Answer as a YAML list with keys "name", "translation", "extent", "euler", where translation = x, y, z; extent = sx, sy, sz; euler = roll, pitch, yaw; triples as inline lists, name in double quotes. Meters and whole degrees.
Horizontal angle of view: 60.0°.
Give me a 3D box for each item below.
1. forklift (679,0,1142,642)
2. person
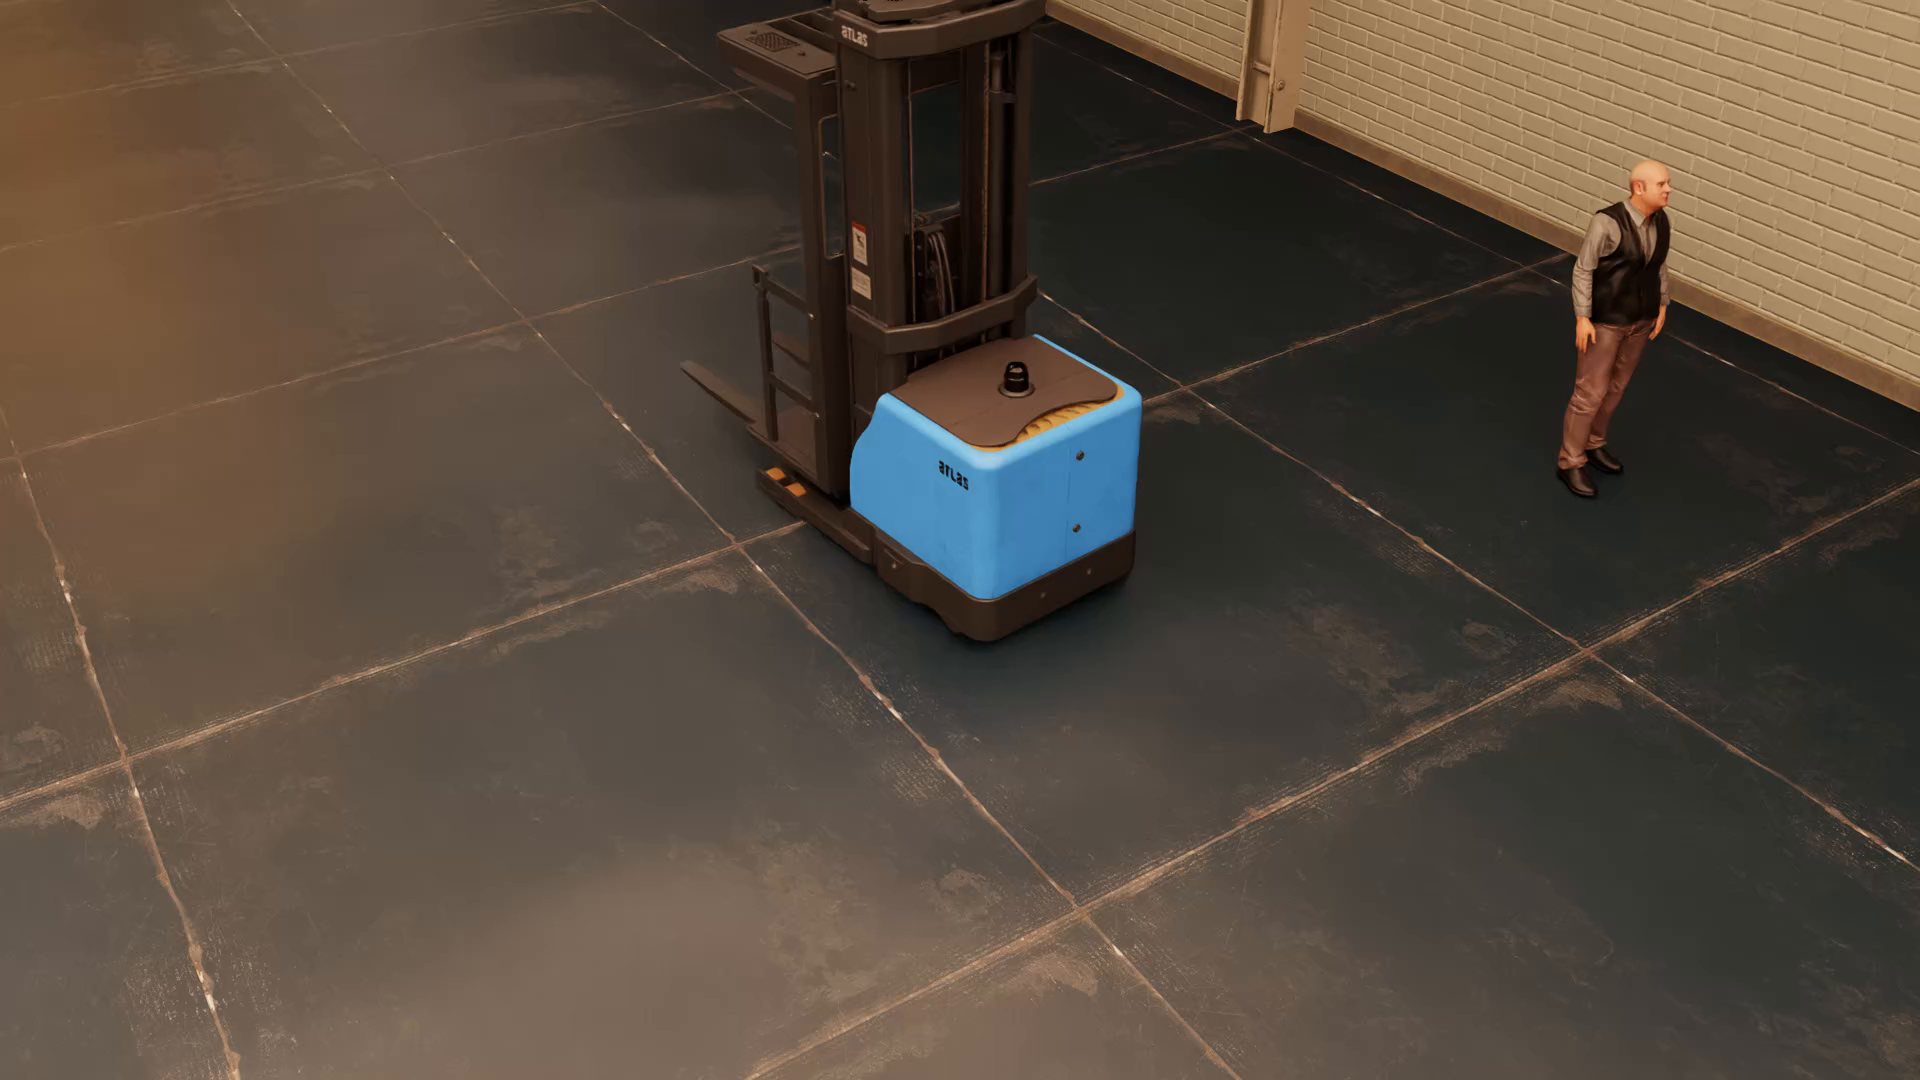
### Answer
- name: "forklift"
  translation: [-0.441, -1.498, 8.280]
  extent: [1.130, 2.935, 3.031]
  euler: [-25, 42, -31]
- name: "person"
  translation: [3.527, -1.133, 8.801]
  extent: [0.628, 1.722, 0.569]
  euler: [-16, 38, -21]
